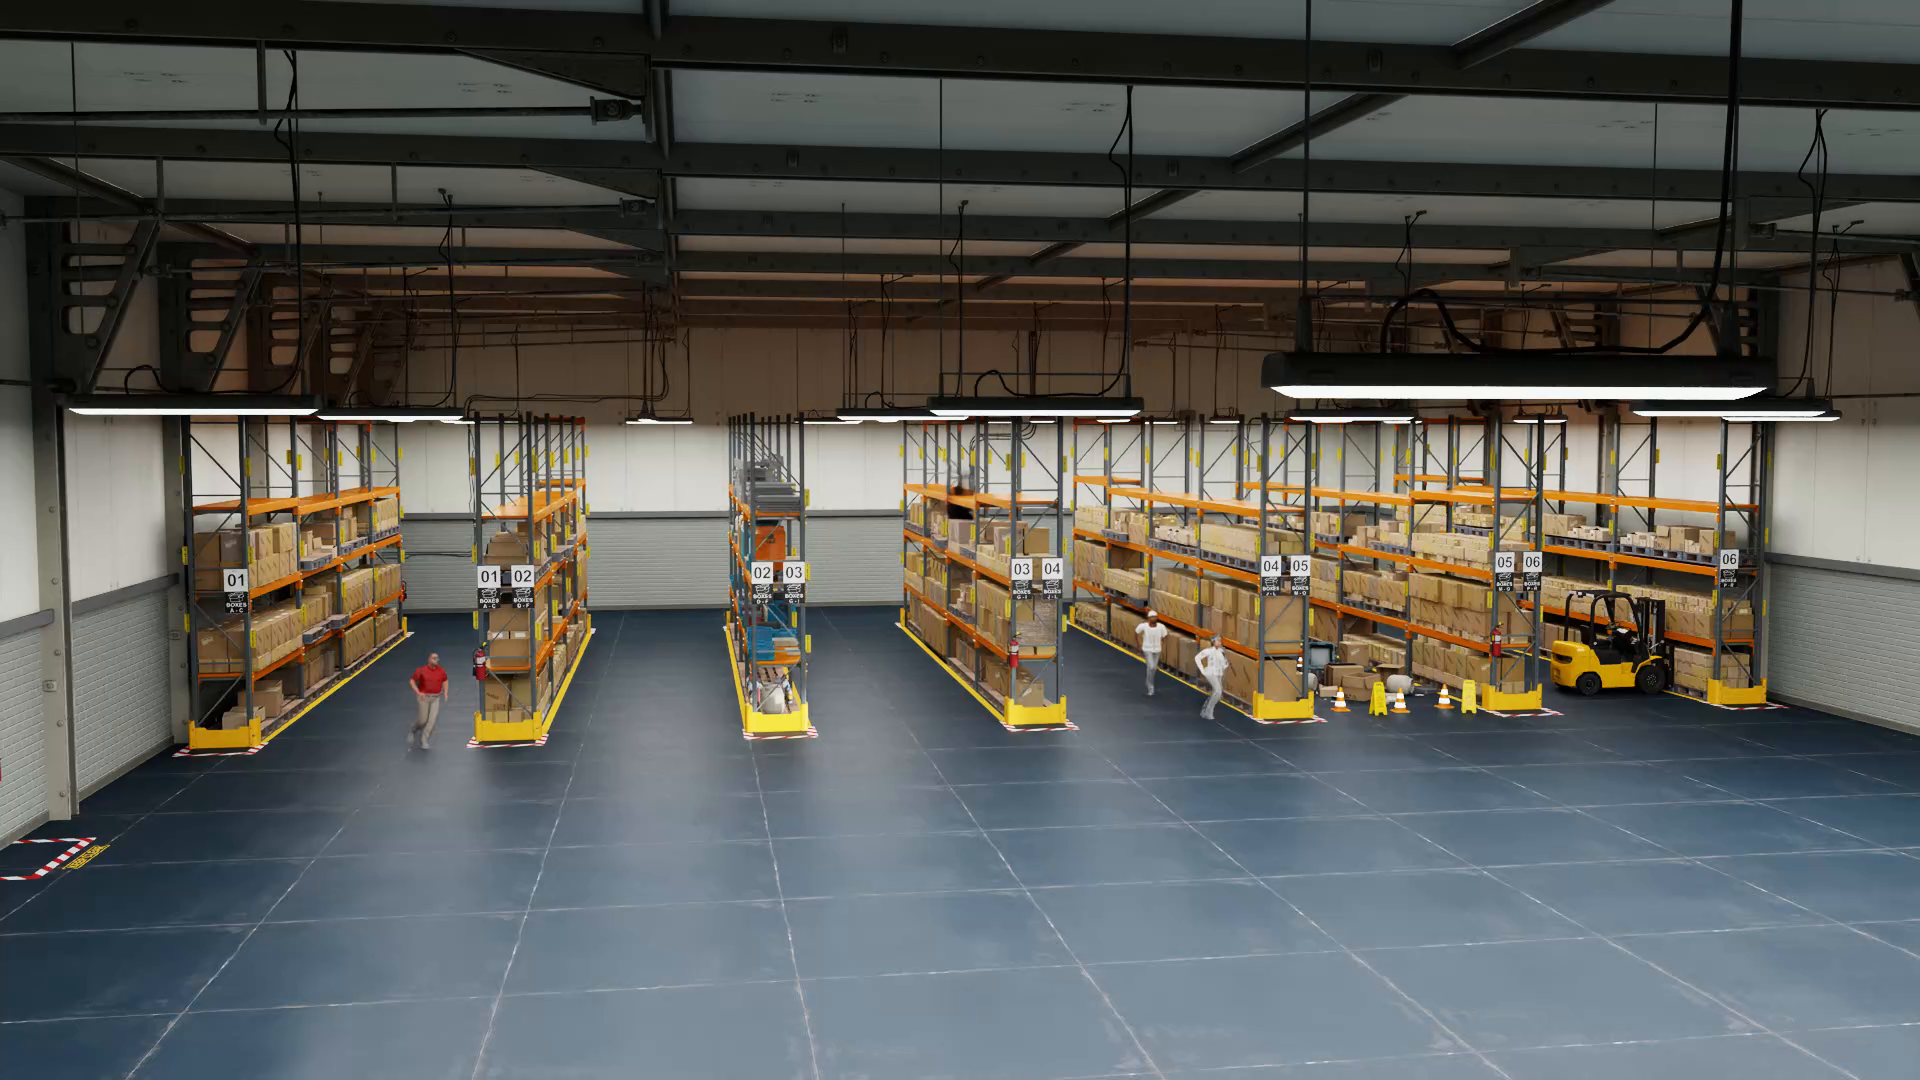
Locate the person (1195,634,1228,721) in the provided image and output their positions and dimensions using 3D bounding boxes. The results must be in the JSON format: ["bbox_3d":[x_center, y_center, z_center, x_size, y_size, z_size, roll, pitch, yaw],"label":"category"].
[{"bbox_3d":[4.997,2.681,32.560,0.615,1.691,0.577,-4,5,-42],"label":"person"}]

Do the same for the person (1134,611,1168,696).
[{"bbox_3d":[4.138,2.415,35.766,0.681,1.819,0.789,-1,4,-14],"label":"person"}]

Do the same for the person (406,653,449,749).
[{"bbox_3d":[-9.513,2.861,29.834,0.731,1.681,0.664,-3,5,-42],"label":"person"}]

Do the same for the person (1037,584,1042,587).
[{"bbox_3d":[2.557,1.542,49.254,0.571,1.695,0.743,-3,5,-39],"label":"person"}]
